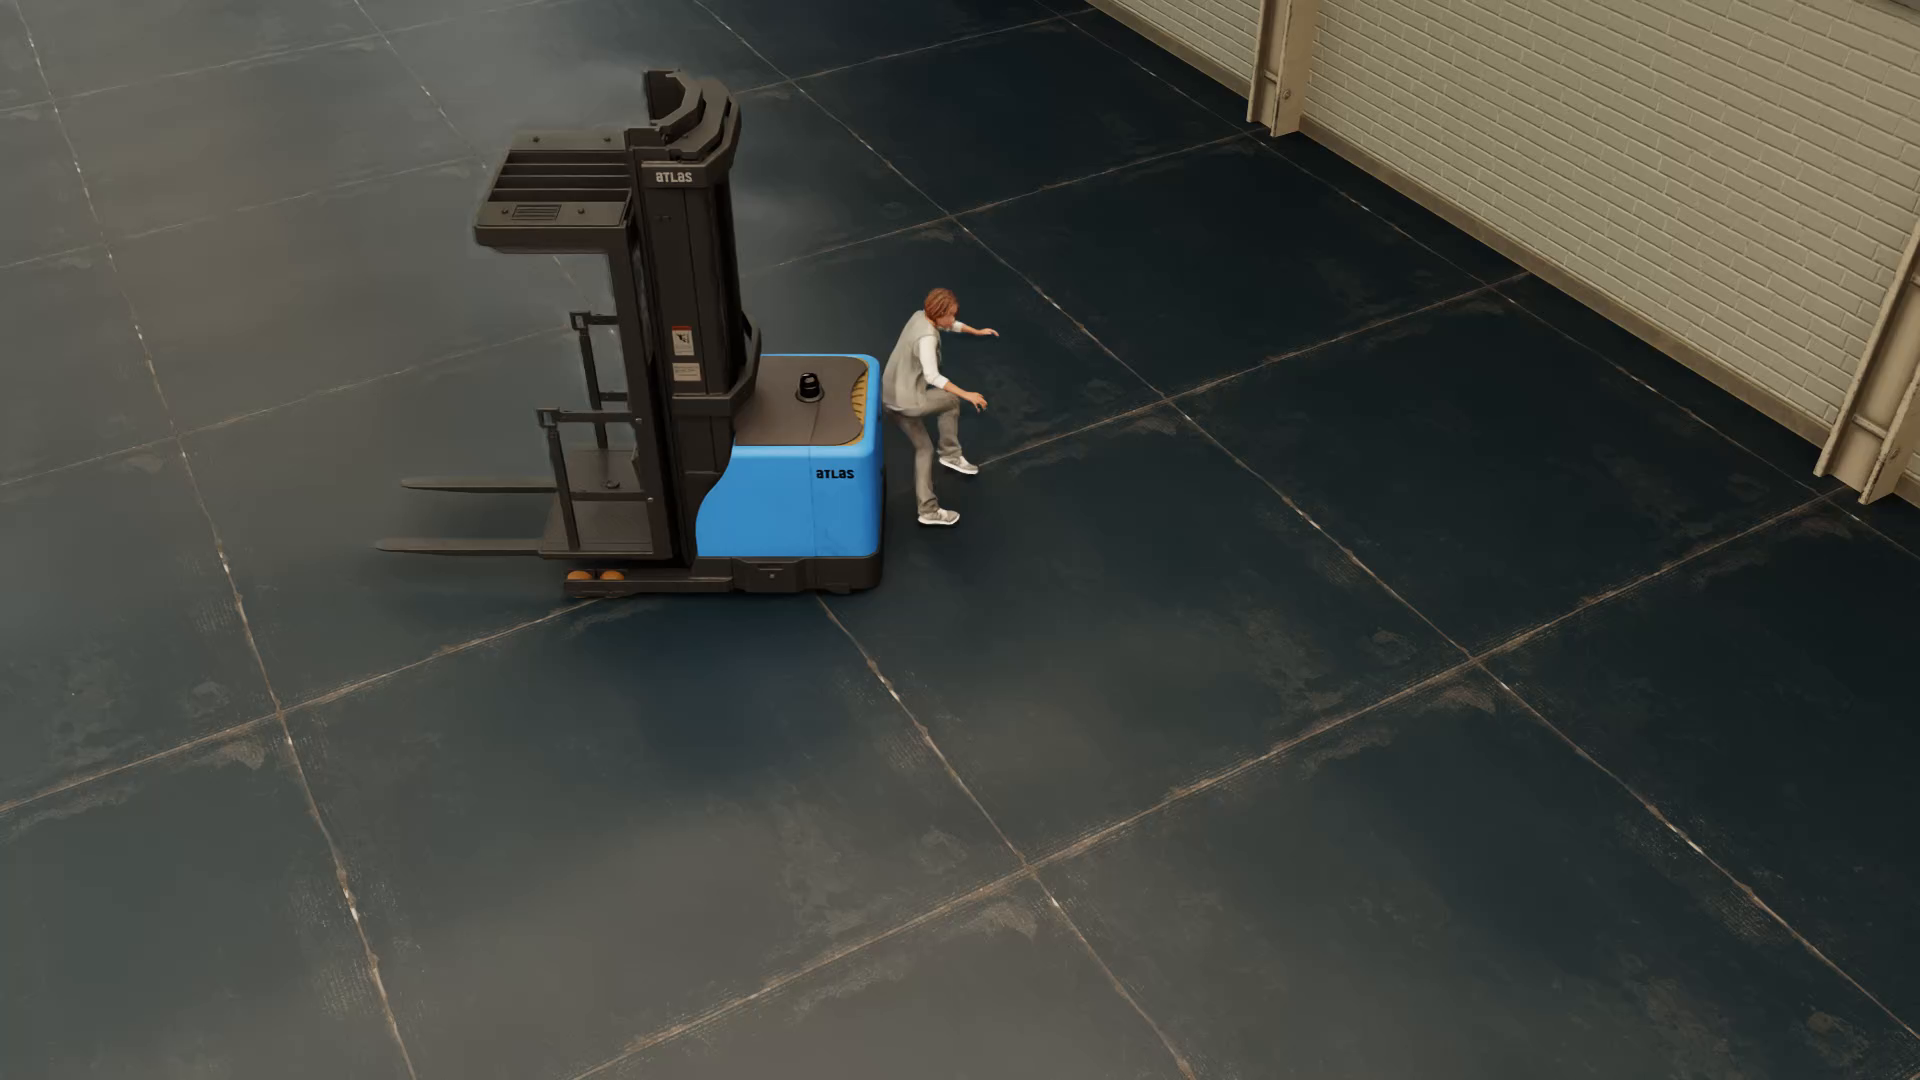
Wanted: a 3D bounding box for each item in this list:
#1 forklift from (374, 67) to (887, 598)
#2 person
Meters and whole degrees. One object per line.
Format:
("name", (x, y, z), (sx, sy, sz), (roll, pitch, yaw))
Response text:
("forklift", (-1.983, -1.120, 9.386), (3.031, 2.935, 1.130), (0, 40, 0))
("person", (-0.059, -0.891, 10.326), (0.868, 1.352, 0.846), (-23, 45, -25))
